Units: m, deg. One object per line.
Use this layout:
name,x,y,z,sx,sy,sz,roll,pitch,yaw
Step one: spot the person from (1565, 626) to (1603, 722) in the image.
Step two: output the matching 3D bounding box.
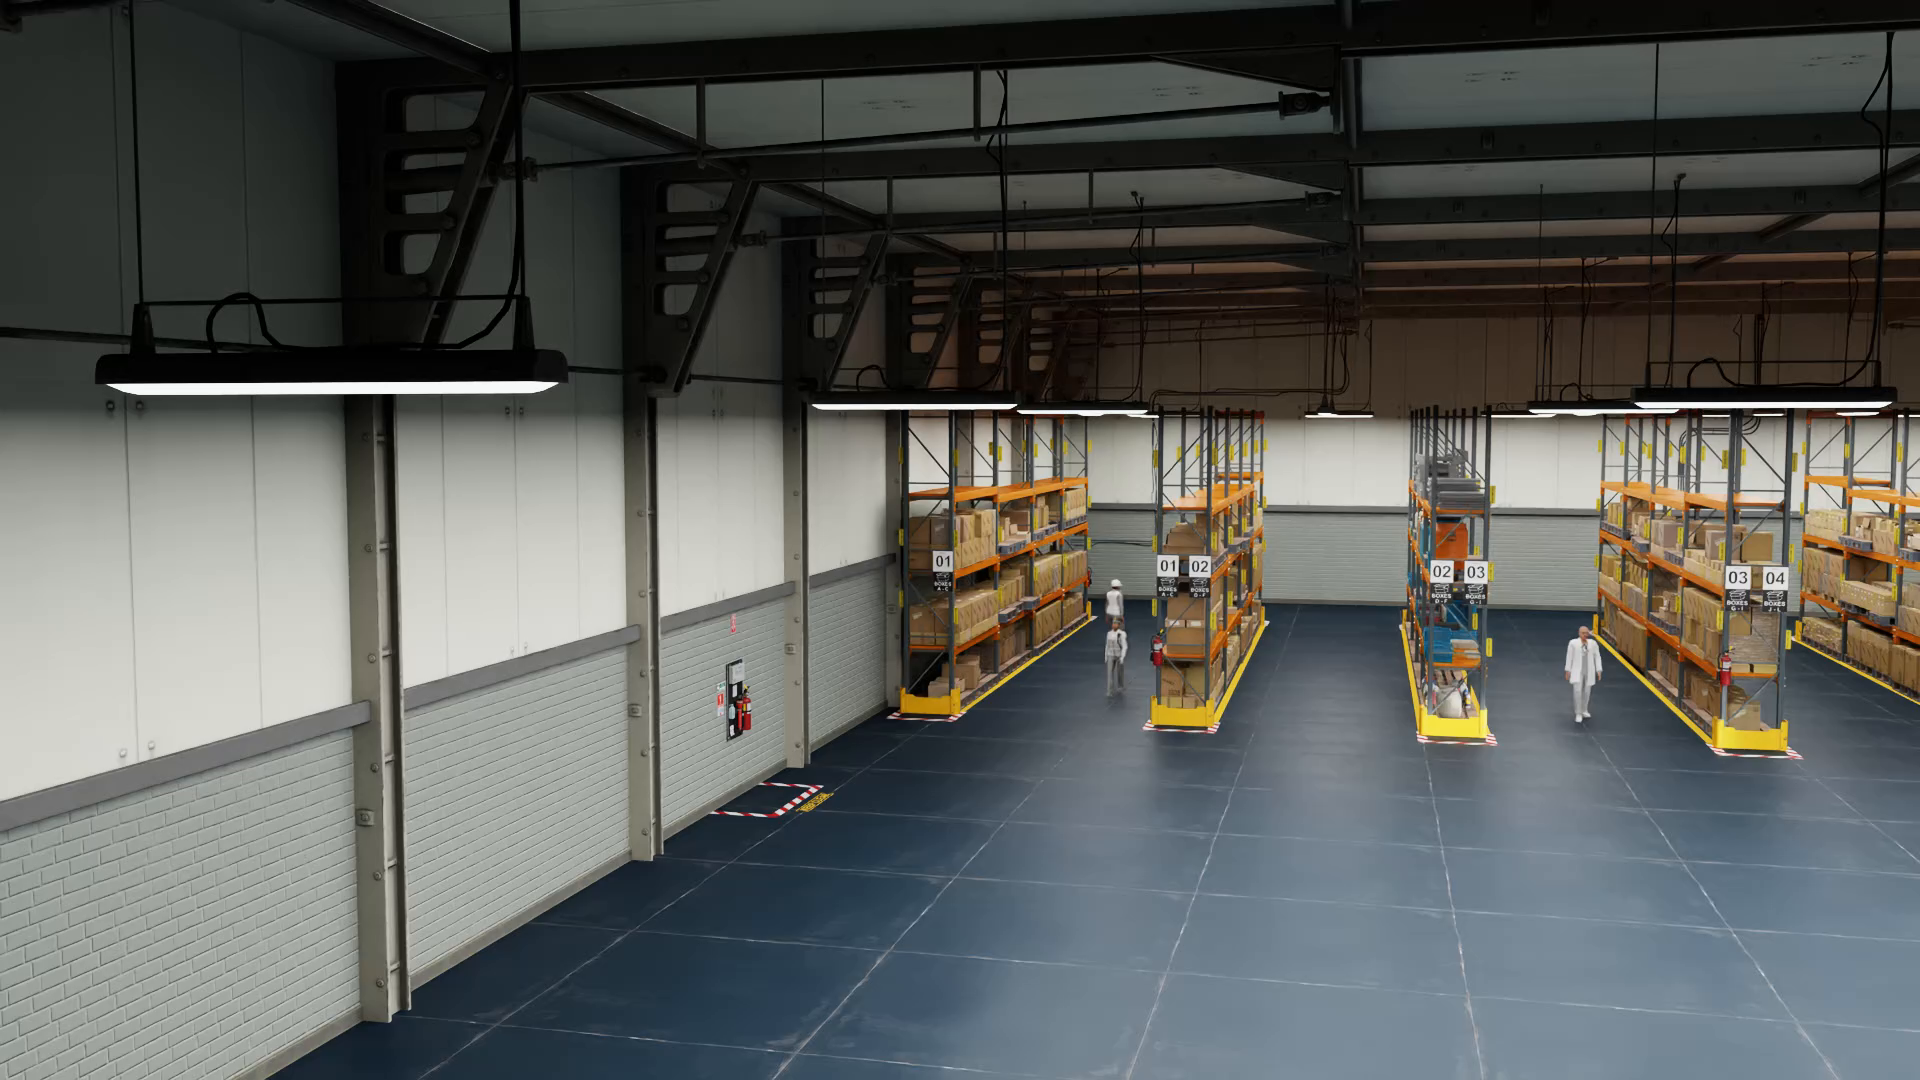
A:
person,11.960,2.557,31.883,0.653,1.813,0.668,1,4,8

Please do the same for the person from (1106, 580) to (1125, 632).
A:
person,3.823,1.871,41.363,0.539,1.770,0.576,-3,5,-38

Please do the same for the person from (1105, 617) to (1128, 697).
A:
person,3.242,2.407,34.548,0.503,1.624,1.040,1,4,14
